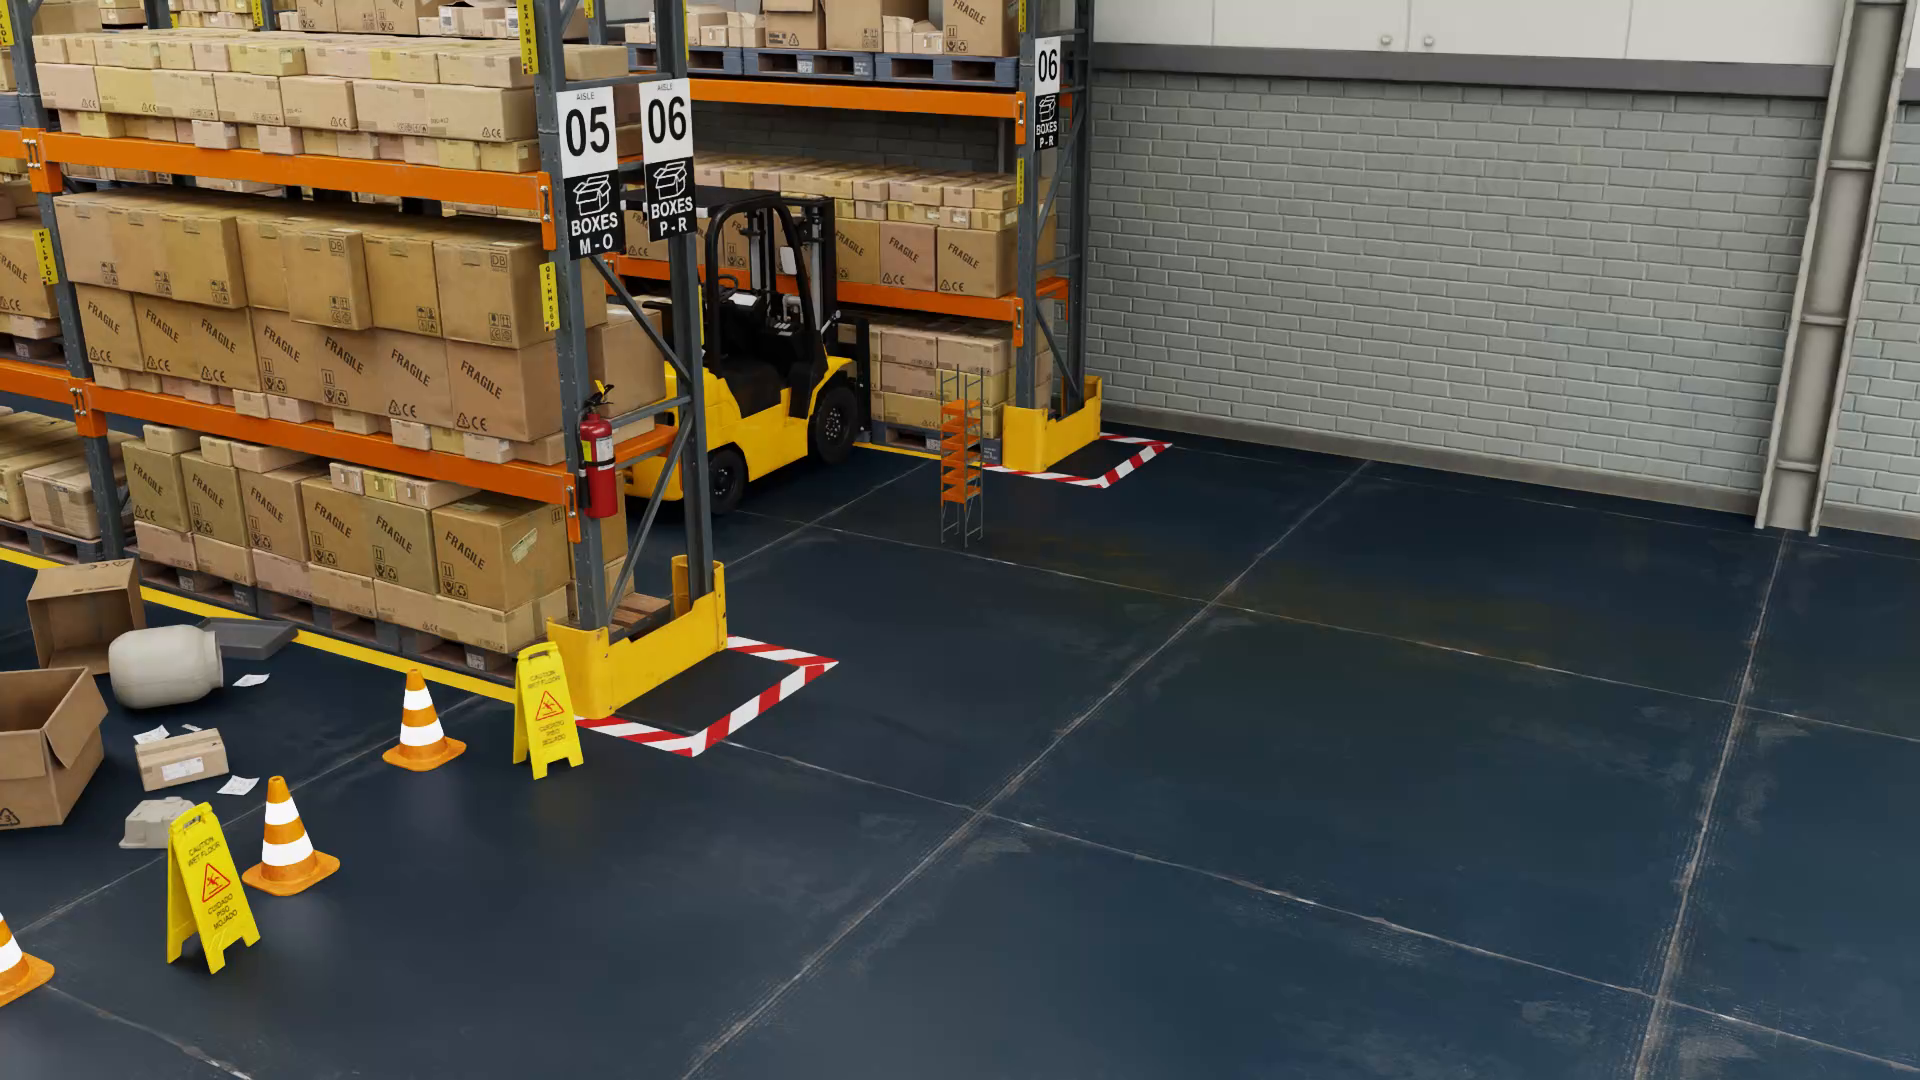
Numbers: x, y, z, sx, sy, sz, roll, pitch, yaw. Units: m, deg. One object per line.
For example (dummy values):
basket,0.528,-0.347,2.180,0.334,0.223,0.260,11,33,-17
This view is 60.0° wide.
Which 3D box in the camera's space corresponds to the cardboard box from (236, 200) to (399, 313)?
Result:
cardboard box,-3.551,-1.587,9.293,0.500,0.500,0.700,11,22,27

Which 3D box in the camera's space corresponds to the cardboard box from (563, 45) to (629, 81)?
cardboard box,-1.908,-2.432,8.471,0.250,0.149,0.380,11,22,27

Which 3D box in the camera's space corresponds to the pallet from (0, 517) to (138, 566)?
pallet,-5.869,-0.129,11.411,1.213,0.211,1.003,11,23,27

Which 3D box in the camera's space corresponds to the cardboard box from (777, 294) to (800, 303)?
cardboard box,-1.363,-1.972,14.352,0.500,0.250,0.500,11,23,28

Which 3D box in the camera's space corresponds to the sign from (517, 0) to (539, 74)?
sign,-1.985,-2.310,7.637,0.005,0.325,0.100,11,23,27

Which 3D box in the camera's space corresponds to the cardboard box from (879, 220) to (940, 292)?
cardboard box,-0.286,-2.264,13.060,0.500,0.500,0.500,12,23,29

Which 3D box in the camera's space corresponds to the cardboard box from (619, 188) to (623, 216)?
cardboard box,-3.325,-2.959,14.611,0.500,0.250,0.500,10,22,26

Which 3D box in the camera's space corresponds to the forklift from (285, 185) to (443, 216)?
forklift,-4.432,-1.831,12.116,1.130,2.935,3.031,3,20,9

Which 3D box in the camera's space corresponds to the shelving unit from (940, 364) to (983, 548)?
shelving unit,0.013,-0.562,11.154,0.189,1.200,0.258,11,23,27

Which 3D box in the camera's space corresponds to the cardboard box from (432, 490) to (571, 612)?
cardboard box,-2.524,0.042,9.168,0.500,0.500,0.500,11,23,28

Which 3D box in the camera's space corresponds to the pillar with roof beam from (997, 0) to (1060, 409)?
pillar with roof beam,-1.547,-4.047,9.324,0.400,9.000,9.100,11,23,27

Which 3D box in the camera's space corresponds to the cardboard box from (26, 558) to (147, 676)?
cardboard box,-4.917,0.446,9.397,0.500,0.500,0.500,-7,21,-20

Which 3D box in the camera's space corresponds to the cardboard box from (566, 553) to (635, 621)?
cardboard box,-2.266,0.233,9.740,0.500,0.250,0.500,11,22,27

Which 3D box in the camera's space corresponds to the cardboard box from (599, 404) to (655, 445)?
cardboard box,-1.893,-0.646,9.114,0.250,0.149,0.380,11,23,28

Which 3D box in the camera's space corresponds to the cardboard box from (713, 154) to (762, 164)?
cardboard box,-1.909,-3.224,14.319,0.250,0.149,0.380,11,22,27

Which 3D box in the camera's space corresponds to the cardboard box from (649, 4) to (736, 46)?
cardboard box,-2.164,-4.191,13.489,0.500,0.311,0.500,11,23,28

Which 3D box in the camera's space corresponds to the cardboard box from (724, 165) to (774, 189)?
cardboard box,-1.724,-2.975,13.632,0.250,0.149,0.380,10,22,26

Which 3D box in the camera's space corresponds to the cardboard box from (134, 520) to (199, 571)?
cardboard box,-4.806,-0.037,10.485,0.500,0.250,0.500,10,22,25

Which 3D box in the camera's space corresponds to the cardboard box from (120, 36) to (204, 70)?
cardboard box,-4.390,-2.695,9.197,0.250,0.149,0.380,11,22,27

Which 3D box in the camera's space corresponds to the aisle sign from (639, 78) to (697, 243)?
aisle sign,-1.492,-1.950,8.528,0.004,0.787,0.394,11,23,27

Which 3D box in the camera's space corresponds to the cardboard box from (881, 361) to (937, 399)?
cardboard box,-0.289,-1.338,13.339,0.500,0.250,0.500,11,22,27

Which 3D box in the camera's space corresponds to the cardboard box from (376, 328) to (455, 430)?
cardboard box,-2.740,-0.925,8.934,0.500,0.500,0.500,11,23,27

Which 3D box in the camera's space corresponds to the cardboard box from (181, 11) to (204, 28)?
cardboard box,-7.363,-5.097,16.254,0.250,0.149,0.380,11,23,27

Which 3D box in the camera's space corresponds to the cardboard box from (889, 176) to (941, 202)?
cardboard box,-0.348,-2.743,12.994,0.250,0.149,0.380,11,23,28

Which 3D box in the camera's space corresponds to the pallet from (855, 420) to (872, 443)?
pallet,-1.029,-1.131,14.173,1.213,0.211,1.003,11,23,27

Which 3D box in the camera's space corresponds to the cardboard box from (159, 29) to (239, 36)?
cardboard box,-4.541,-2.969,9.953,0.250,0.149,0.380,10,22,26

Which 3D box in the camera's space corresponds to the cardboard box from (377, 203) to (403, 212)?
cardboard box,-5.106,-3.068,15.645,0.500,0.250,0.500,10,22,26

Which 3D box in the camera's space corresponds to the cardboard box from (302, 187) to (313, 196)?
cardboard box,-6.008,-3.465,16.005,0.500,0.250,0.500,11,23,27

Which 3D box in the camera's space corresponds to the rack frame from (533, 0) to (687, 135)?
rack frame,-1.697,-3.466,7.723,0.127,3.000,1.000,11,23,27

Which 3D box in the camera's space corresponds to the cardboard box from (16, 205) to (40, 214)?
cardboard box,-6.321,-2.028,11.358,0.500,0.500,0.500,11,22,27

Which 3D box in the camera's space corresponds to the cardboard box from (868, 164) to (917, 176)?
cardboard box,-0.550,-2.983,13.656,0.250,0.149,0.380,10,22,26

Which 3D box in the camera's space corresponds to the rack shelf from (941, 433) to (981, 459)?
rack shelf,0.013,-0.633,11.128,0.180,0.103,0.258,11,23,27

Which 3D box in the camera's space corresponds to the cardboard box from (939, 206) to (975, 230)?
cardboard box,0.044,-2.484,12.715,0.250,0.149,0.380,11,23,28

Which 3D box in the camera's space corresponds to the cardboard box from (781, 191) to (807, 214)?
cardboard box,-1.281,-2.747,13.440,0.250,0.149,0.380,10,22,26

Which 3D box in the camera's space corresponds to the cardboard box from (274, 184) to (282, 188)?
cardboard box,-6.637,-3.831,16.764,0.500,0.500,0.500,12,23,30

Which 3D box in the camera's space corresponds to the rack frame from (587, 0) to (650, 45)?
rack frame,-2.772,-5.609,13.632,0.127,3.000,1.000,11,23,27

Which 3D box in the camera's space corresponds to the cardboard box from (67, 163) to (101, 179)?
cardboard box,-8.990,-4.131,17.591,0.500,0.500,0.700,11,23,28

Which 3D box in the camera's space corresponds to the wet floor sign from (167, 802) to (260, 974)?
wet floor sign,-3.032,1.367,6.650,0.232,0.644,0.267,7,21,18

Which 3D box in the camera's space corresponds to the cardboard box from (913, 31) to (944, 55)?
cardboard box,-0.151,-3.708,12.394,0.250,0.149,0.380,10,22,26

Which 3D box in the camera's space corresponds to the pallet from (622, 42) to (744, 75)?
pallet,-2.014,-4.023,13.789,1.213,0.211,1.003,11,23,27

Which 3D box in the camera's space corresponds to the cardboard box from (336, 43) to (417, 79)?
cardboard box,-2.981,-2.472,8.582,0.250,0.149,0.380,11,23,27

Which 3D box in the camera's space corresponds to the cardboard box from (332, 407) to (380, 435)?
cardboard box,-3.279,-0.718,9.313,0.250,0.149,0.380,11,22,27

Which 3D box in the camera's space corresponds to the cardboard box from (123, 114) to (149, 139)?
cardboard box,-4.565,-2.409,9.578,0.250,0.149,0.380,11,23,27

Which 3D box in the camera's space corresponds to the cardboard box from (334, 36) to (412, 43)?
cardboard box,-3.221,-2.695,9.195,0.250,0.149,0.380,11,23,28

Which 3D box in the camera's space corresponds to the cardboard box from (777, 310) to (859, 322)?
cardboard box,-1.166,-1.733,13.694,0.500,0.250,0.500,10,22,26

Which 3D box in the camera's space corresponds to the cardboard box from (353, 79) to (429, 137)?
cardboard box,-2.707,-2.218,8.465,0.500,0.250,0.500,10,22,27

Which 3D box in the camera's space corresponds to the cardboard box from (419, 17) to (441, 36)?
cardboard box,-4.553,-4.546,14.706,0.250,0.149,0.380,10,22,27

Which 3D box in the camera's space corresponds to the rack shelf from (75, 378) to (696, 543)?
rack shelf,-3.443,-0.640,9.785,4.000,0.370,1.077,11,23,27

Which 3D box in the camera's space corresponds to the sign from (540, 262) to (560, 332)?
sign,-1.985,-1.176,8.048,0.005,0.325,0.100,11,23,27

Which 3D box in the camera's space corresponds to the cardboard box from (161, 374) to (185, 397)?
cardboard box,-4.578,-0.983,10.045,0.250,0.149,0.380,11,23,27

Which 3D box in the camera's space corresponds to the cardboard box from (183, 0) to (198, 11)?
cardboard box,-7.345,-5.249,16.238,0.250,0.149,0.380,10,22,26

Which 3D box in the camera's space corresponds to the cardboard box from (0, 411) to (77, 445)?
cardboard box,-6.885,-0.593,11.839,0.625,0.372,0.950,12,23,29

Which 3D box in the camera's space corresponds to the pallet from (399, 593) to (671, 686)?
pallet,-2.455,0.507,9.658,1.213,0.211,1.003,11,23,27

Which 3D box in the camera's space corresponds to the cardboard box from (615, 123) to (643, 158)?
cardboard box,-1.828,-2.089,8.696,0.250,0.149,0.380,11,23,27

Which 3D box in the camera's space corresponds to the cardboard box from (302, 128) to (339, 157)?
cardboard box,-3.249,-2.135,8.821,0.250,0.149,0.380,10,22,26

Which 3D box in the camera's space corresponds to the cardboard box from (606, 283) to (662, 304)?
cardboard box,-3.233,-1.954,15.218,0.625,0.625,0.875,12,23,30

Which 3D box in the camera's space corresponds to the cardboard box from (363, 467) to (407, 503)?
cardboard box,-3.095,-0.347,9.289,0.250,0.149,0.380,11,23,28
